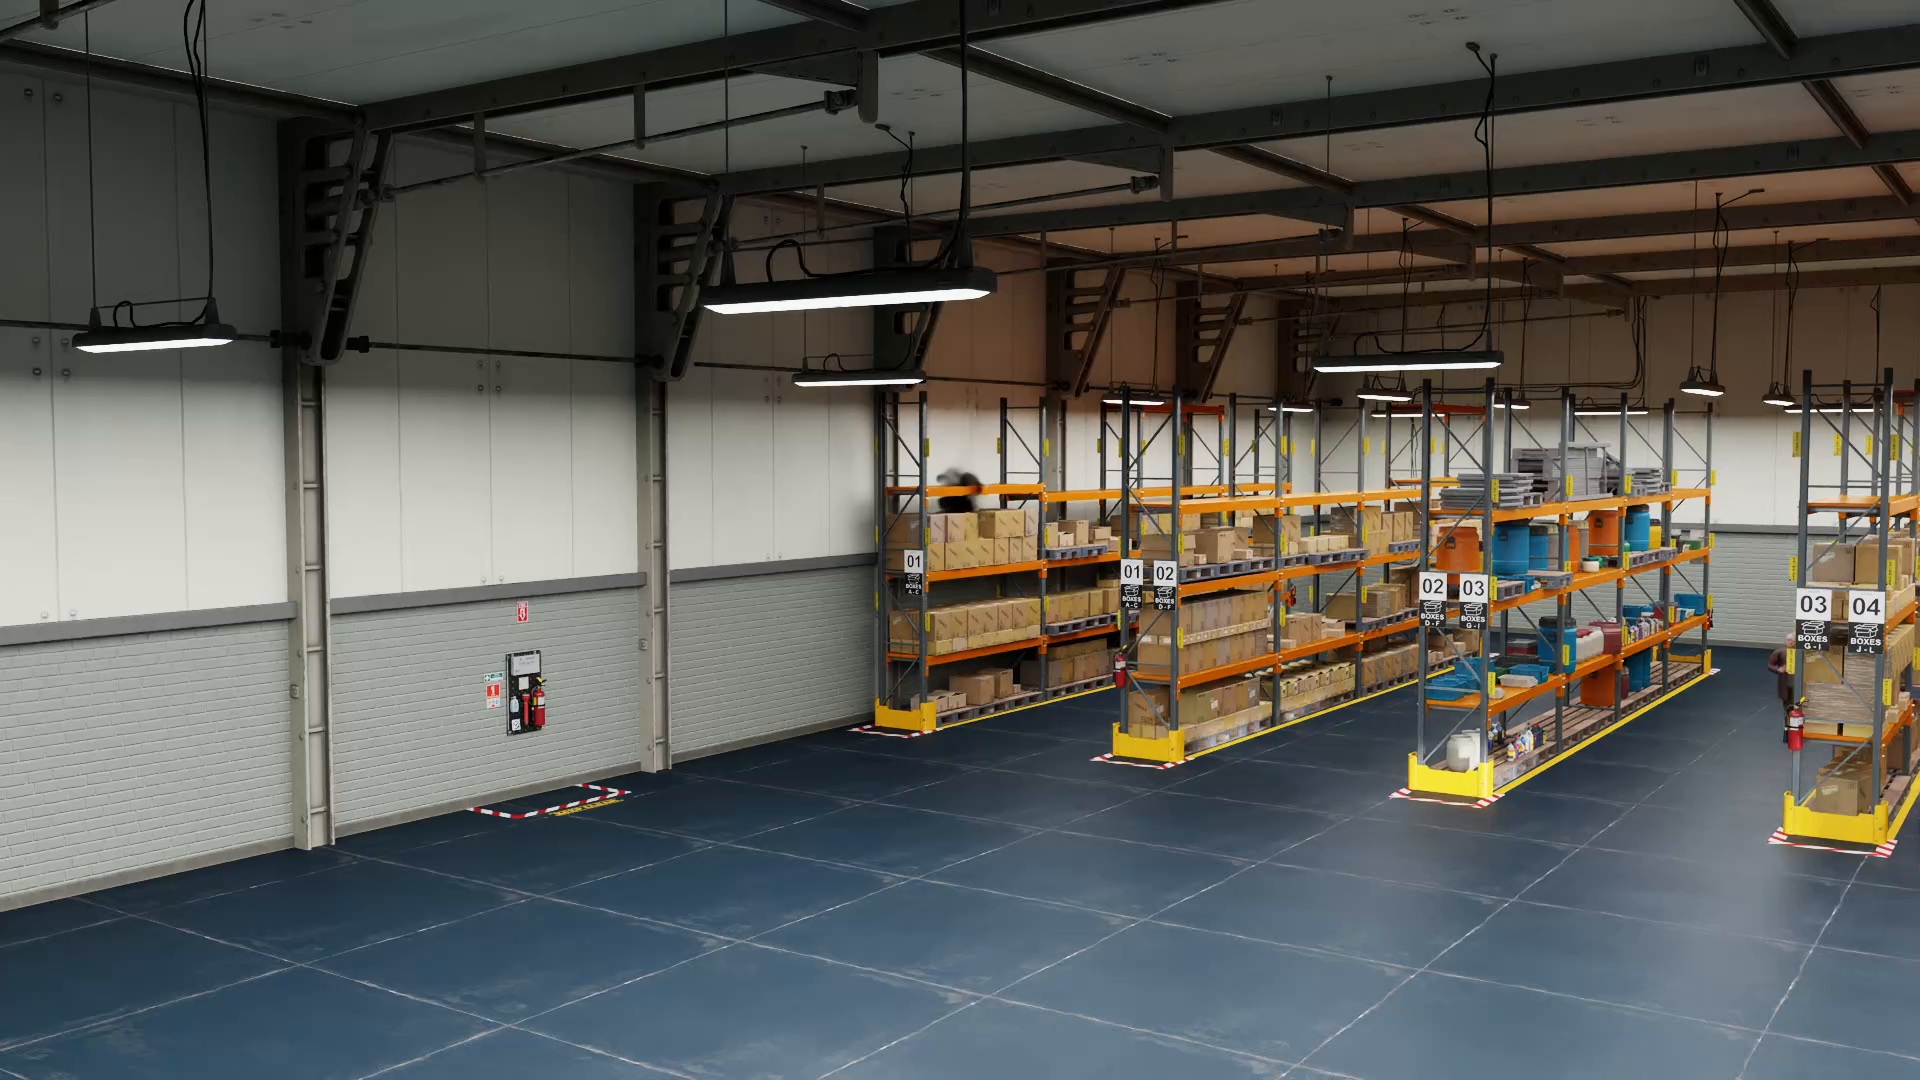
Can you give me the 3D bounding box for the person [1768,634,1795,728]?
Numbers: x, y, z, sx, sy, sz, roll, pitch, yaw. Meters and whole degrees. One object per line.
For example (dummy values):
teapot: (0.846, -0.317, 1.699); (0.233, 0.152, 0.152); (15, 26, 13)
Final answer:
person: (14.352, 2.583, 28.723); (0.738, 1.765, 0.971); (2, 4, 29)
